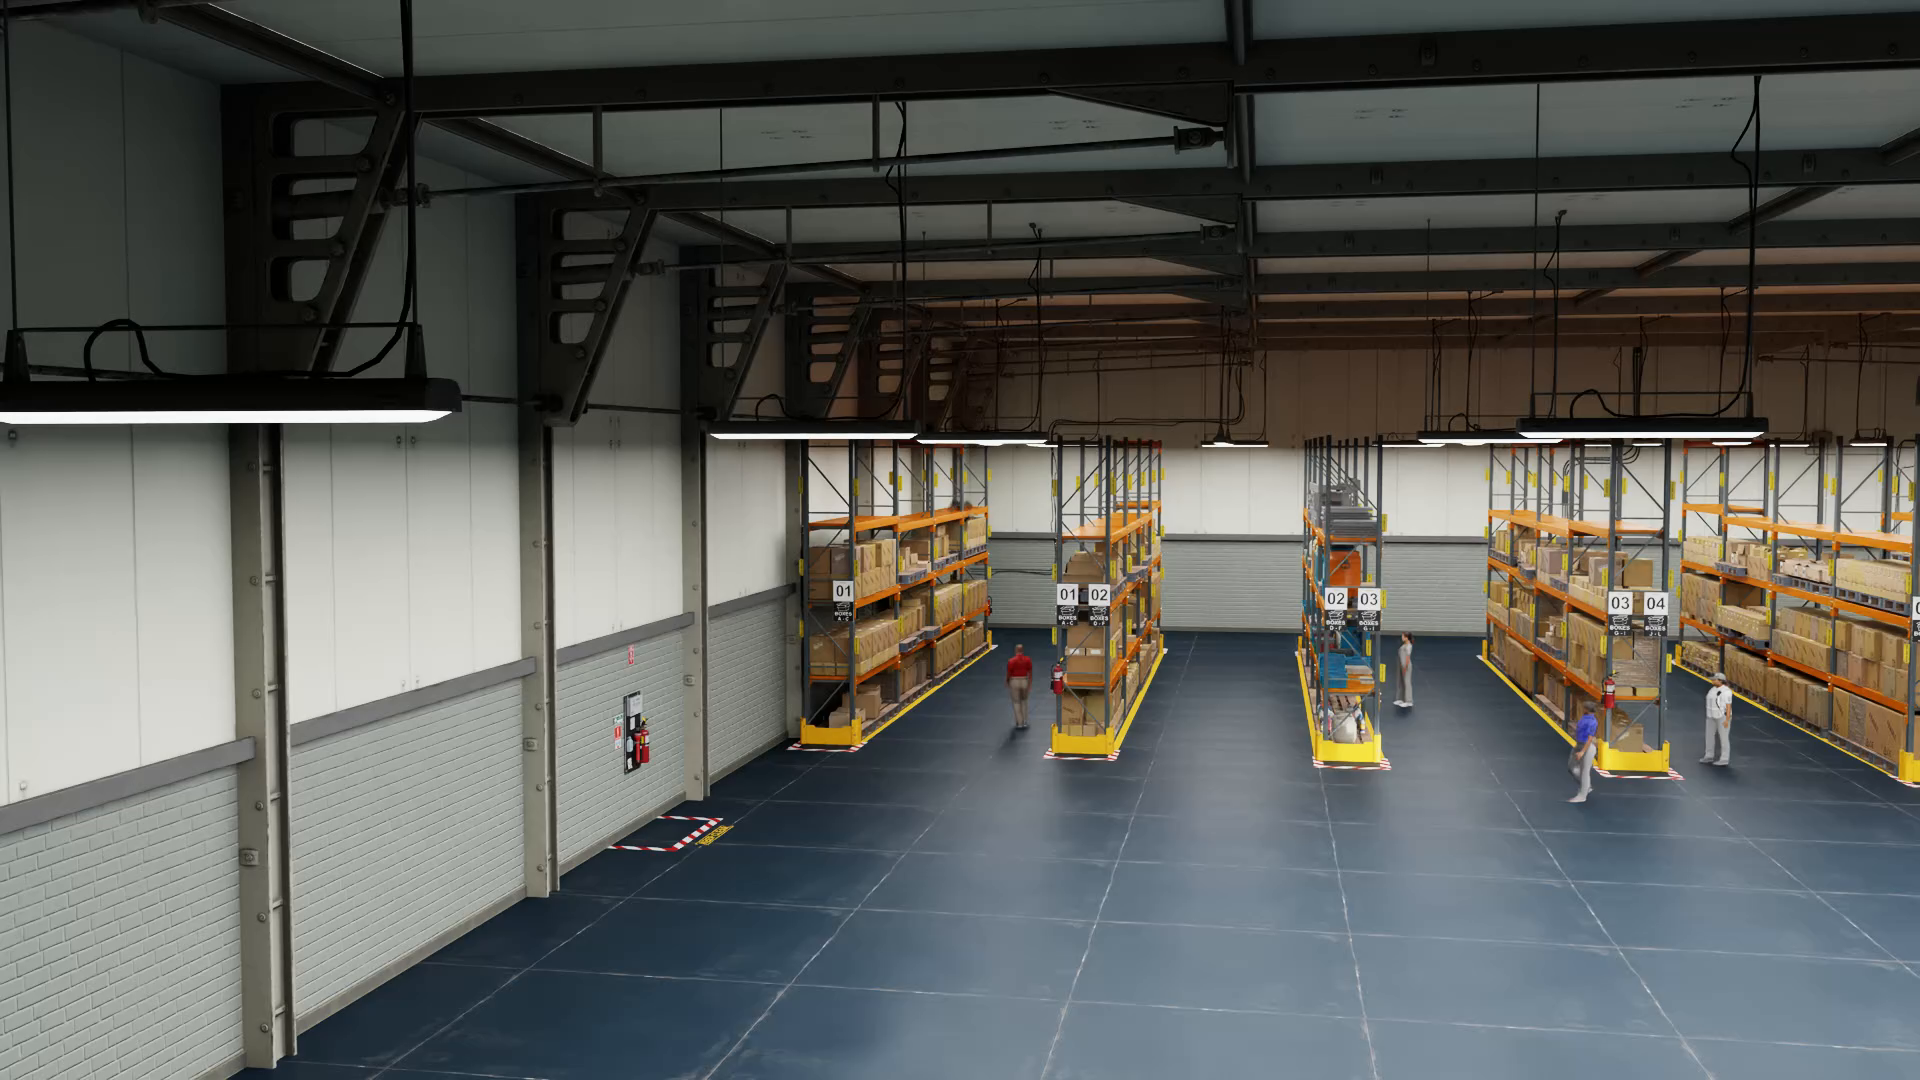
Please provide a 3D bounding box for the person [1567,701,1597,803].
[{"bbox_3d":[10.123,3.433,27.078,0.503,1.667,0.523,-1,3,-10],"label":"person"}]

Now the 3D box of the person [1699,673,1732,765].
[{"bbox_3d":[13.787,3.242,30.276,0.433,1.664,0.534,-2,3,-27],"label":"person"}]

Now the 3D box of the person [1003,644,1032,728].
[{"bbox_3d":[1.193,3.042,34.261,0.559,1.806,0.543,-1,3,-24],"label":"person"}]

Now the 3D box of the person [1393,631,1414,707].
[{"bbox_3d":[9.951,2.868,37.262,0.427,1.670,0.513,-1,3,-11],"label":"person"}]
